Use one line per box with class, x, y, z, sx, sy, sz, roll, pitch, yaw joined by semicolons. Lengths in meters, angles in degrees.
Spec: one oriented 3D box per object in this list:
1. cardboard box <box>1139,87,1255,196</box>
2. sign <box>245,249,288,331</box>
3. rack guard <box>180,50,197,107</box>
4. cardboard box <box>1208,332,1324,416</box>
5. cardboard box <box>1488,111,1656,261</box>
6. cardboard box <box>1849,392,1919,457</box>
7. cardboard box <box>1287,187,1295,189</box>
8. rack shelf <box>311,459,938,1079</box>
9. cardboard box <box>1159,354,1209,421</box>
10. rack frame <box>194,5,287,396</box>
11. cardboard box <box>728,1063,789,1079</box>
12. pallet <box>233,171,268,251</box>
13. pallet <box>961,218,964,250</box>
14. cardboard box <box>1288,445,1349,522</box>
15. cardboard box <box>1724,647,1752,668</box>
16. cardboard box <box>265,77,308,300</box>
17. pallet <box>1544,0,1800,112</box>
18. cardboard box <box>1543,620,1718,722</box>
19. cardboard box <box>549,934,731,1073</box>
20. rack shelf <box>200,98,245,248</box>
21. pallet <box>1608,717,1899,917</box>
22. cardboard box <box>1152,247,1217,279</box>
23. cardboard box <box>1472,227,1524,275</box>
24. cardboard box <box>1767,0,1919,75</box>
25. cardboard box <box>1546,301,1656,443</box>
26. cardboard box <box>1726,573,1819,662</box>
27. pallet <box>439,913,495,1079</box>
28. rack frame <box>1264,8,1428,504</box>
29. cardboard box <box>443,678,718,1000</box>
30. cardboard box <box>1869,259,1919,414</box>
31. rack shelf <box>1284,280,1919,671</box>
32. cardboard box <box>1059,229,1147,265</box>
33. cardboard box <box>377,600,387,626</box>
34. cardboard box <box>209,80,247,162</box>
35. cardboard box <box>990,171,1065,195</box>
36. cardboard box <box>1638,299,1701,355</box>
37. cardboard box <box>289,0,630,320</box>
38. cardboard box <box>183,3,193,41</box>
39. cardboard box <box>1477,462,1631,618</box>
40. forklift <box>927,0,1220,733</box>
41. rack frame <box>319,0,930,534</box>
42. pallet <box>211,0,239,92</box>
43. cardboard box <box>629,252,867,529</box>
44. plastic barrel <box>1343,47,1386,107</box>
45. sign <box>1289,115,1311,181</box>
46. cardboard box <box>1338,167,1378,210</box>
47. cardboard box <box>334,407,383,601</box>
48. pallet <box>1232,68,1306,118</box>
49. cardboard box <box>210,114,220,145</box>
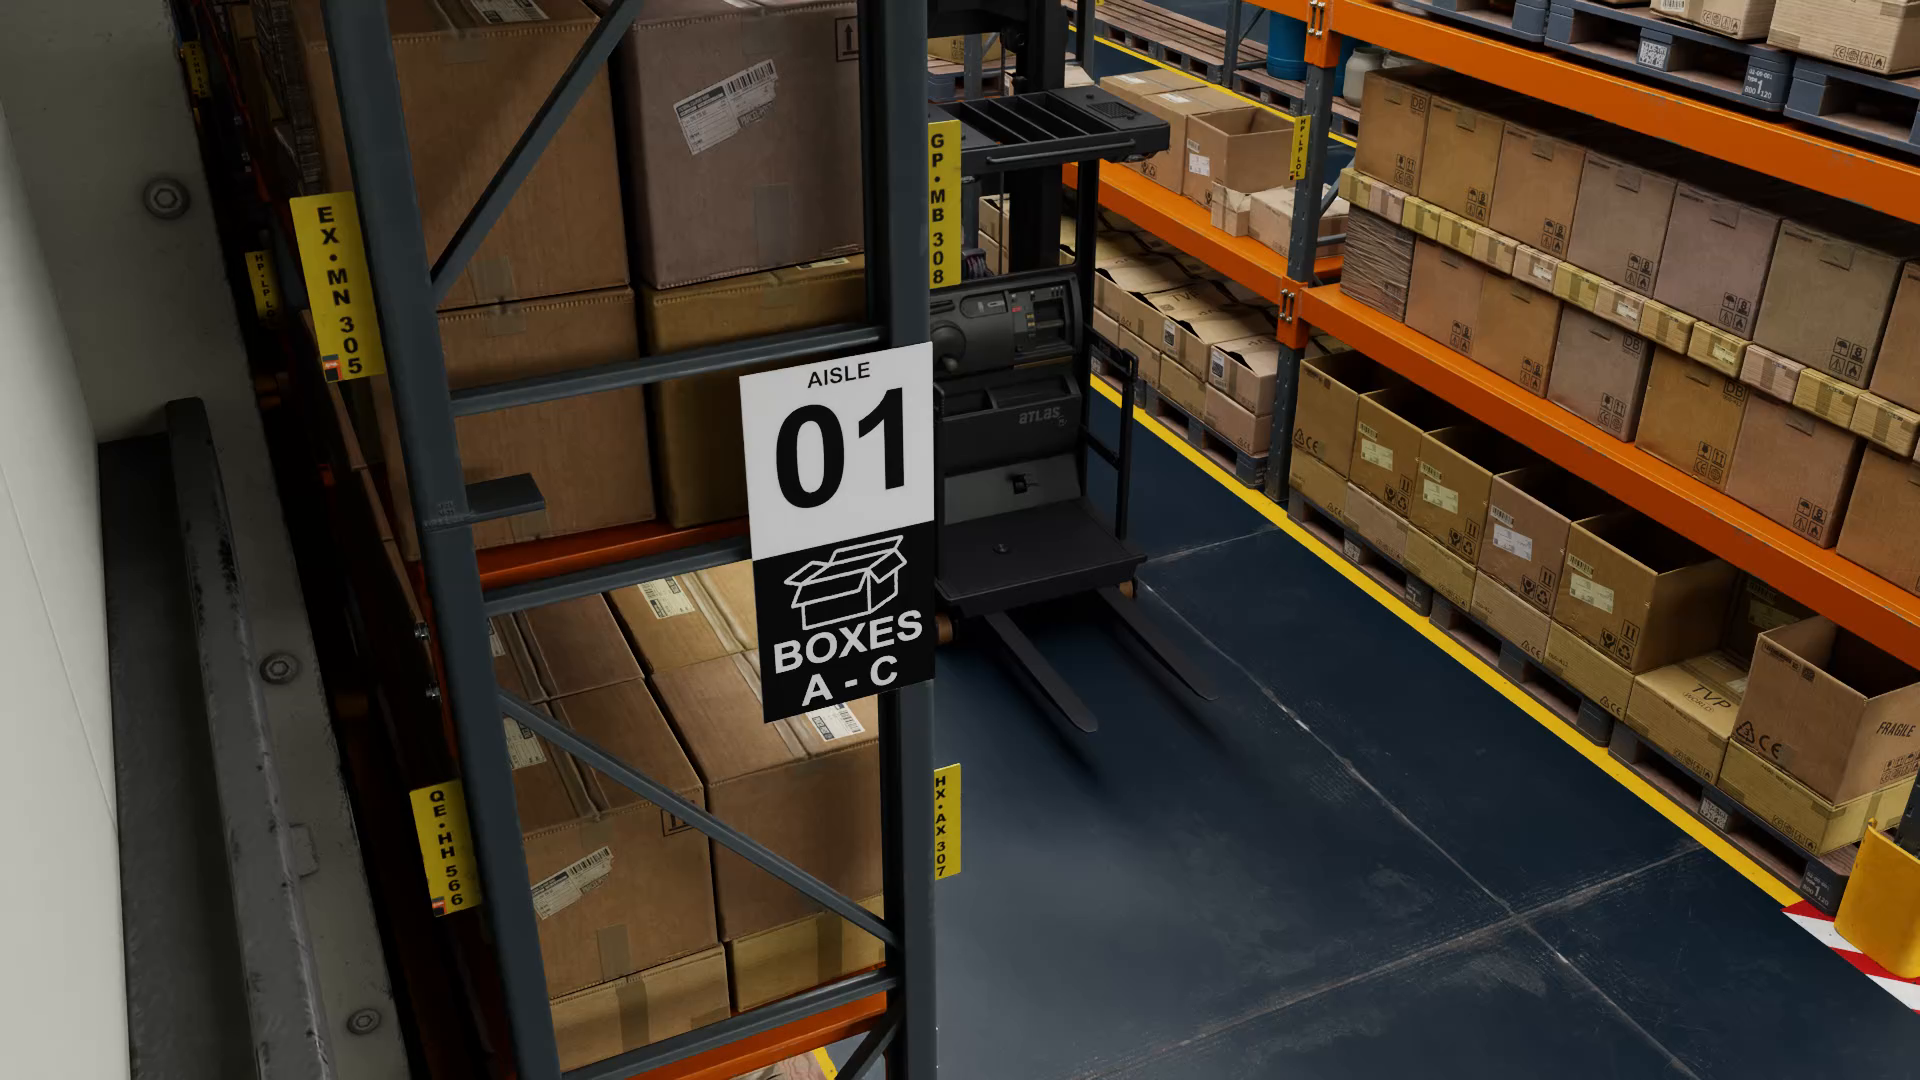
cardboard box;1.465;-2.485;10.344;0.500;0.500;0.500;-13;32;-22
sign;-2.751;-0.990;6.596;0.100;0.325;0.005;-13;32;-22
rack guard;-7.413;-4.824;17.173;1.175;0.500;0.348;-13;32;-22
cardboard box;1.788;-0.992;9.592;0.500;0.311;0.500;-13;32;-22
cardboard box;2.850;-1.615;7.466;0.700;0.500;0.500;-13;32;-22
cardboard box;3.488;-0.448;6.049;0.380;0.149;0.250;-12;32;-21
cardboard box;2.025;-1.969;9.784;0.380;0.149;0.250;-13;32;-22
rack shelf;-1.393;0.594;5.690;1.077;0.370;4.000;-13;32;-22
cardboard box;1.566;-0.975;10.135;0.500;0.250;0.500;-14;32;-23
rack frame;-3.969;-2.370;10.241;1.000;3.000;0.127;-13;32;-22
cardboard box;-0.750;1.820;5.067;0.500;0.311;0.500;-17;33;-28
pallet;-3.567;-1.994;9.766;1.213;0.211;1.003;-13;32;-22
pallet;0.217;-2.533;13.383;1.003;0.211;1.213;-13;32;-22
cardboard box;2.146;-0.360;9.038;0.500;0.250;0.500;-13;32;-22
cardboard box;3.691;0.635;7.265;0.500;0.250;0.500;-13;32;-22
cardboard box;-1.614;-1.015;4.635;0.500;0.500;0.500;-11;31;-19
pallet;3.130;-2.005;6.614;1.003;0.211;1.213;-13;32;-22
cardboard box;2.999;0.525;7.461;0.500;0.250;0.500;-13;32;-22
cardboard box;-0.910;1.055;4.266;0.500;0.250;0.500;-13;32;-21
rack shelf;-4.827;-2.940;11.992;1.077;0.370;4.000;-13;32;-22
pallet;3.572;1.009;7.065;1.003;0.211;1.213;-13;32;-22
cardboard box;1.607;-1.787;11.010;0.500;0.311;0.500;-12;32;-21
cardboard box;2.601;-1.361;7.676;0.380;0.149;0.250;-14;32;-24
cardboard box;3.206;-1.818;5.771;0.500;0.250;0.500;-13;32;-22
cardboard box;3.082;-0.814;7.363;0.700;0.500;0.500;-12;31;-21
cardboard box;3.692;0.307;7.082;0.500;0.500;0.500;-13;32;-22
pallet;-1.404;1.442;6.293;1.003;0.211;1.213;-13;32;-22
rack frame;2.221;-1.645;8.948;1.000;3.000;0.127;-13;32;-22
cardboard box;-0.929;0.730;4.079;0.500;0.500;0.500;-13;32;-23
cardboard box;3.727;-0.720;5.869;0.700;0.500;0.500;-13;32;-22
rack shelf;3.080;-0.447;7.548;1.077;0.370;4.000;-13;32;-22
cardboard box;0.913;-1.891;11.195;0.500;0.311;0.500;-14;32;-23
cardboard box;-1.782;0.157;5.868;0.500;0.250;0.500;-14;32;-23
cardboard box;-4.410;-2.705;10.412;0.500;0.500;0.500;-13;32;-22
cardboard box;0.566;-2.774;13.068;0.500;0.500;0.500;-12;31;-20
cardboard box;3.045;-0.905;6.862;0.380;0.149;0.250;-12;32;-21
cardboard box;-0.955;-0.768;3.173;0.500;0.500;0.500;-12;31;-20
cardboard box;-5.273;-3.611;12.027;0.500;0.500;0.500;-14;32;-23
cardboard box;2.783;-0.023;7.671;0.500;0.500;0.500;-13;32;-22
forklift;0.248;-0.999;7.867;1.130;2.935;3.031;-12;31;-20
rack frame;-0.534;-1.453;2.471;1.000;3.000;0.127;-13;32;-22
pallet;-2.420;-2.124;6.928;1.213;0.211;1.003;-13;32;-22
cardboard box;-0.452;-0.397;3.533;0.500;0.500;0.500;-12;32;-21
plastic barrel;3.946;-4.490;16.136;0.421;0.512;0.421;0;29;0
sign;1.735;-1.997;8.473;0.100;0.325;0.005;-13;32;-22
cardboard box;2.161;-1.812;8.480;0.380;0.149;0.250;-13;32;-22
cardboard box;-1.811;-0.171;5.686;0.500;0.500;0.500;-12;32;-21
pallet;3.555;-4.651;17.160;1.003;0.211;1.213;-13;32;-22
cardboard box;-4.836;-2.796;11.237;0.380;0.149;0.250;-14;32;-23
